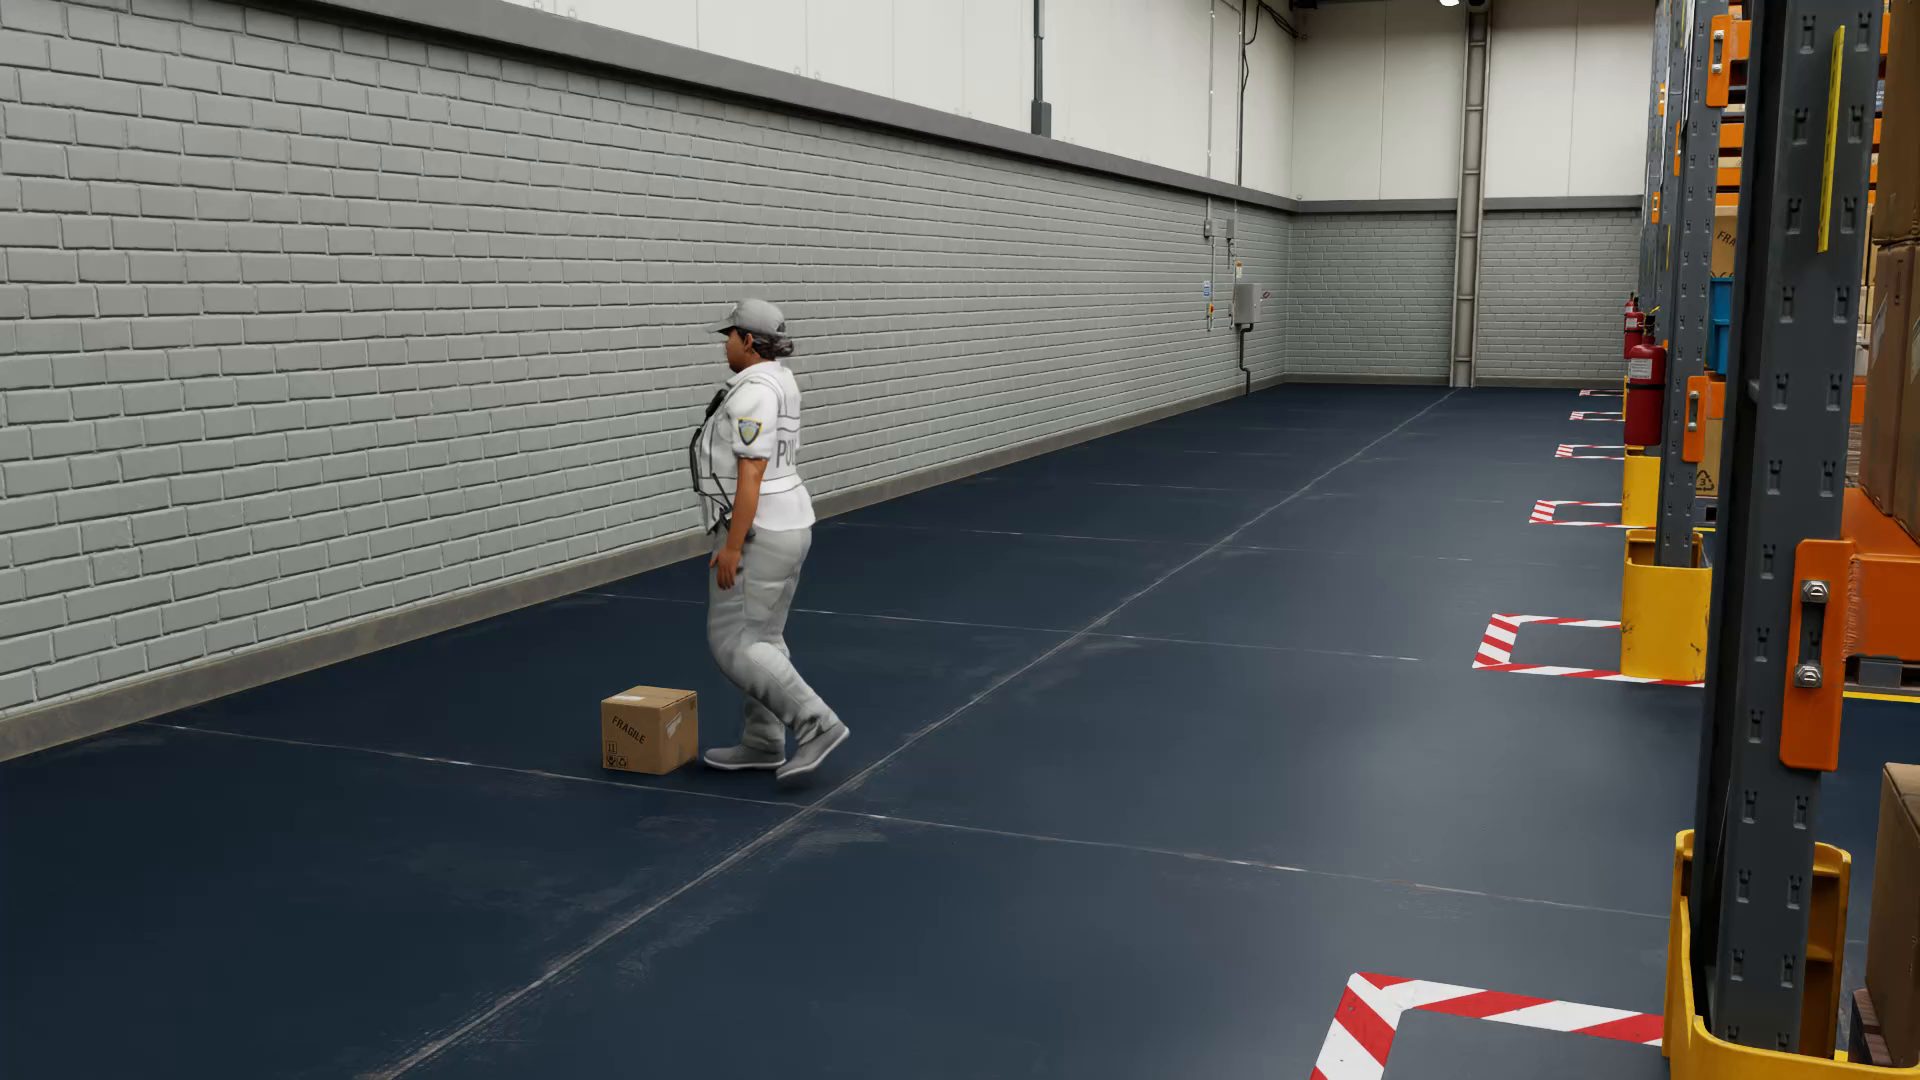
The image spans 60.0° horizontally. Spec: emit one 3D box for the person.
[{"bbox_3d":[-0.648,0.003,5.748,0.559,1.662,0.492,1,9,5],"label":"person"}]
